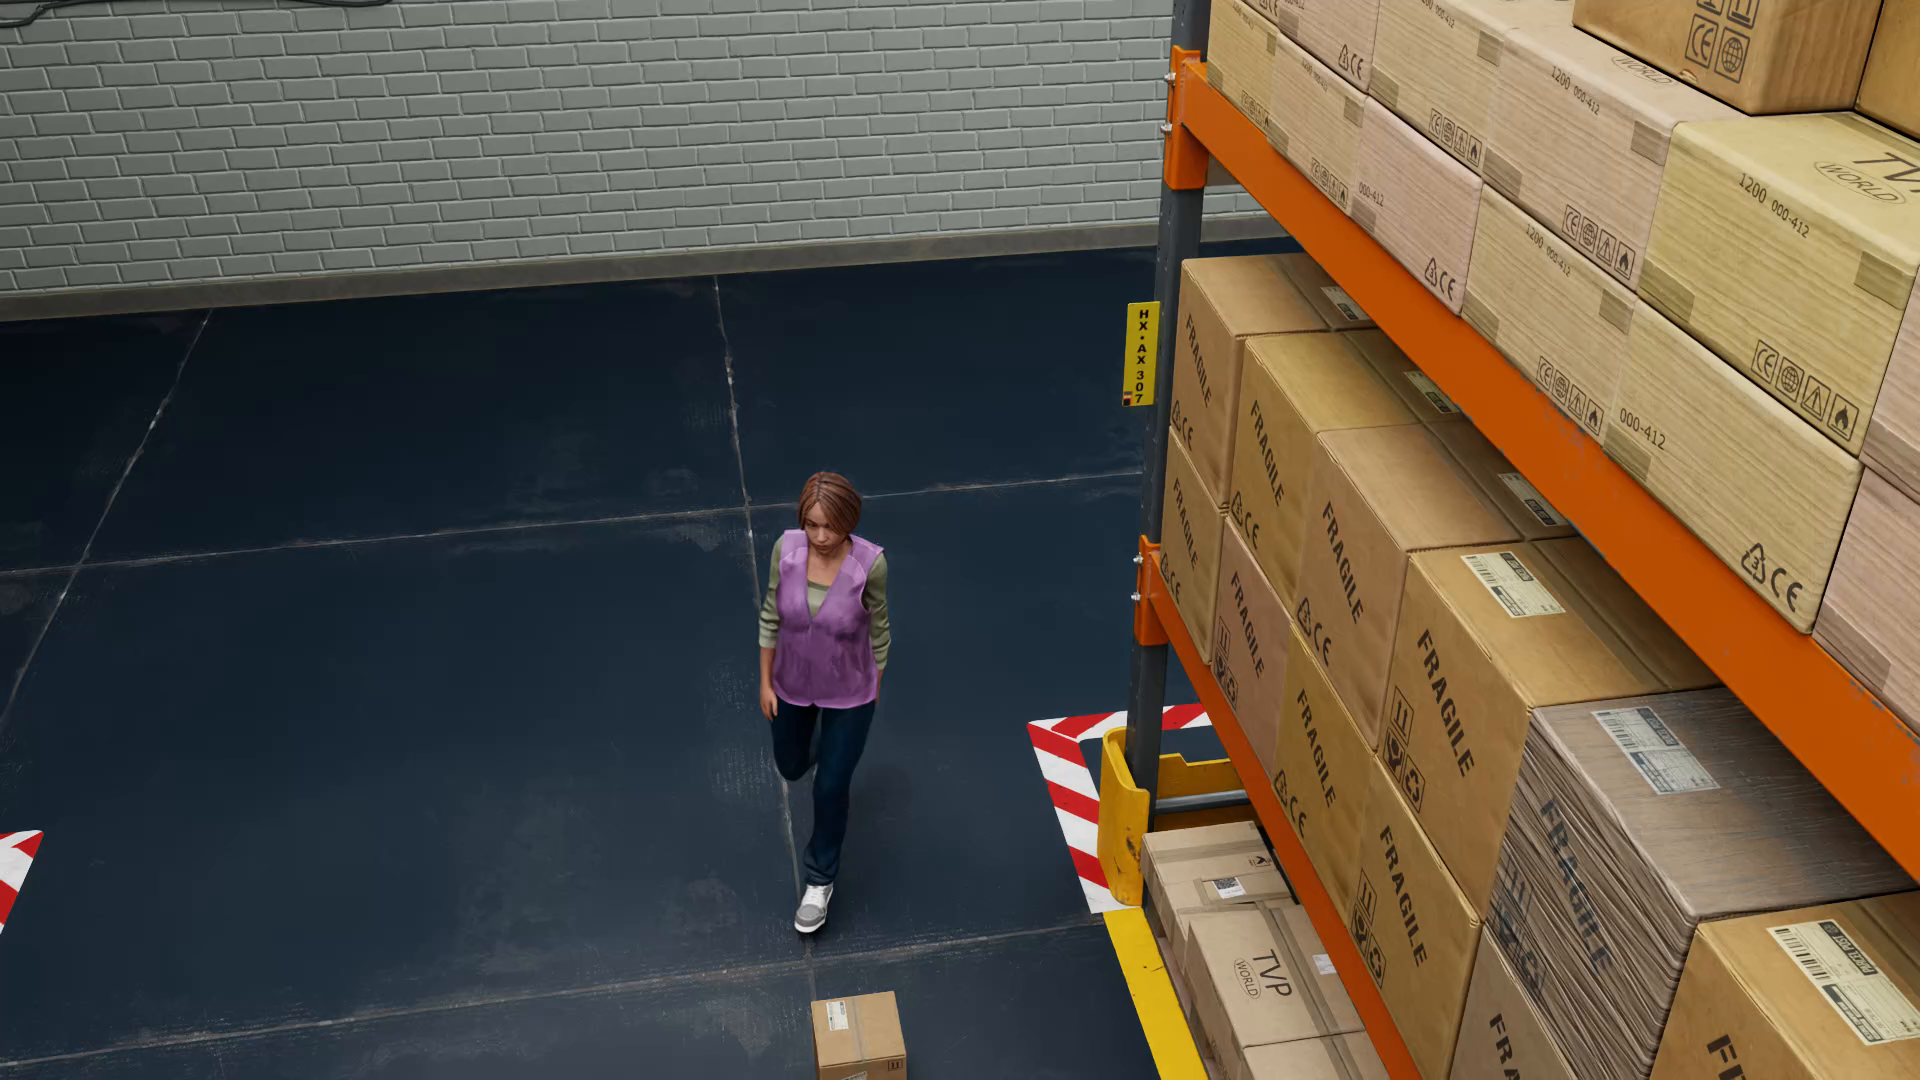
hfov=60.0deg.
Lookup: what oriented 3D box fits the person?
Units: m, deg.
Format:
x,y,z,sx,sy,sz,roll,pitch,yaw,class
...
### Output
x,y,z,sx,sy,sz,roll,pitch,yaw,class
-0.419,0.446,5.387,0.418,1.579,0.764,7,32,12,person
